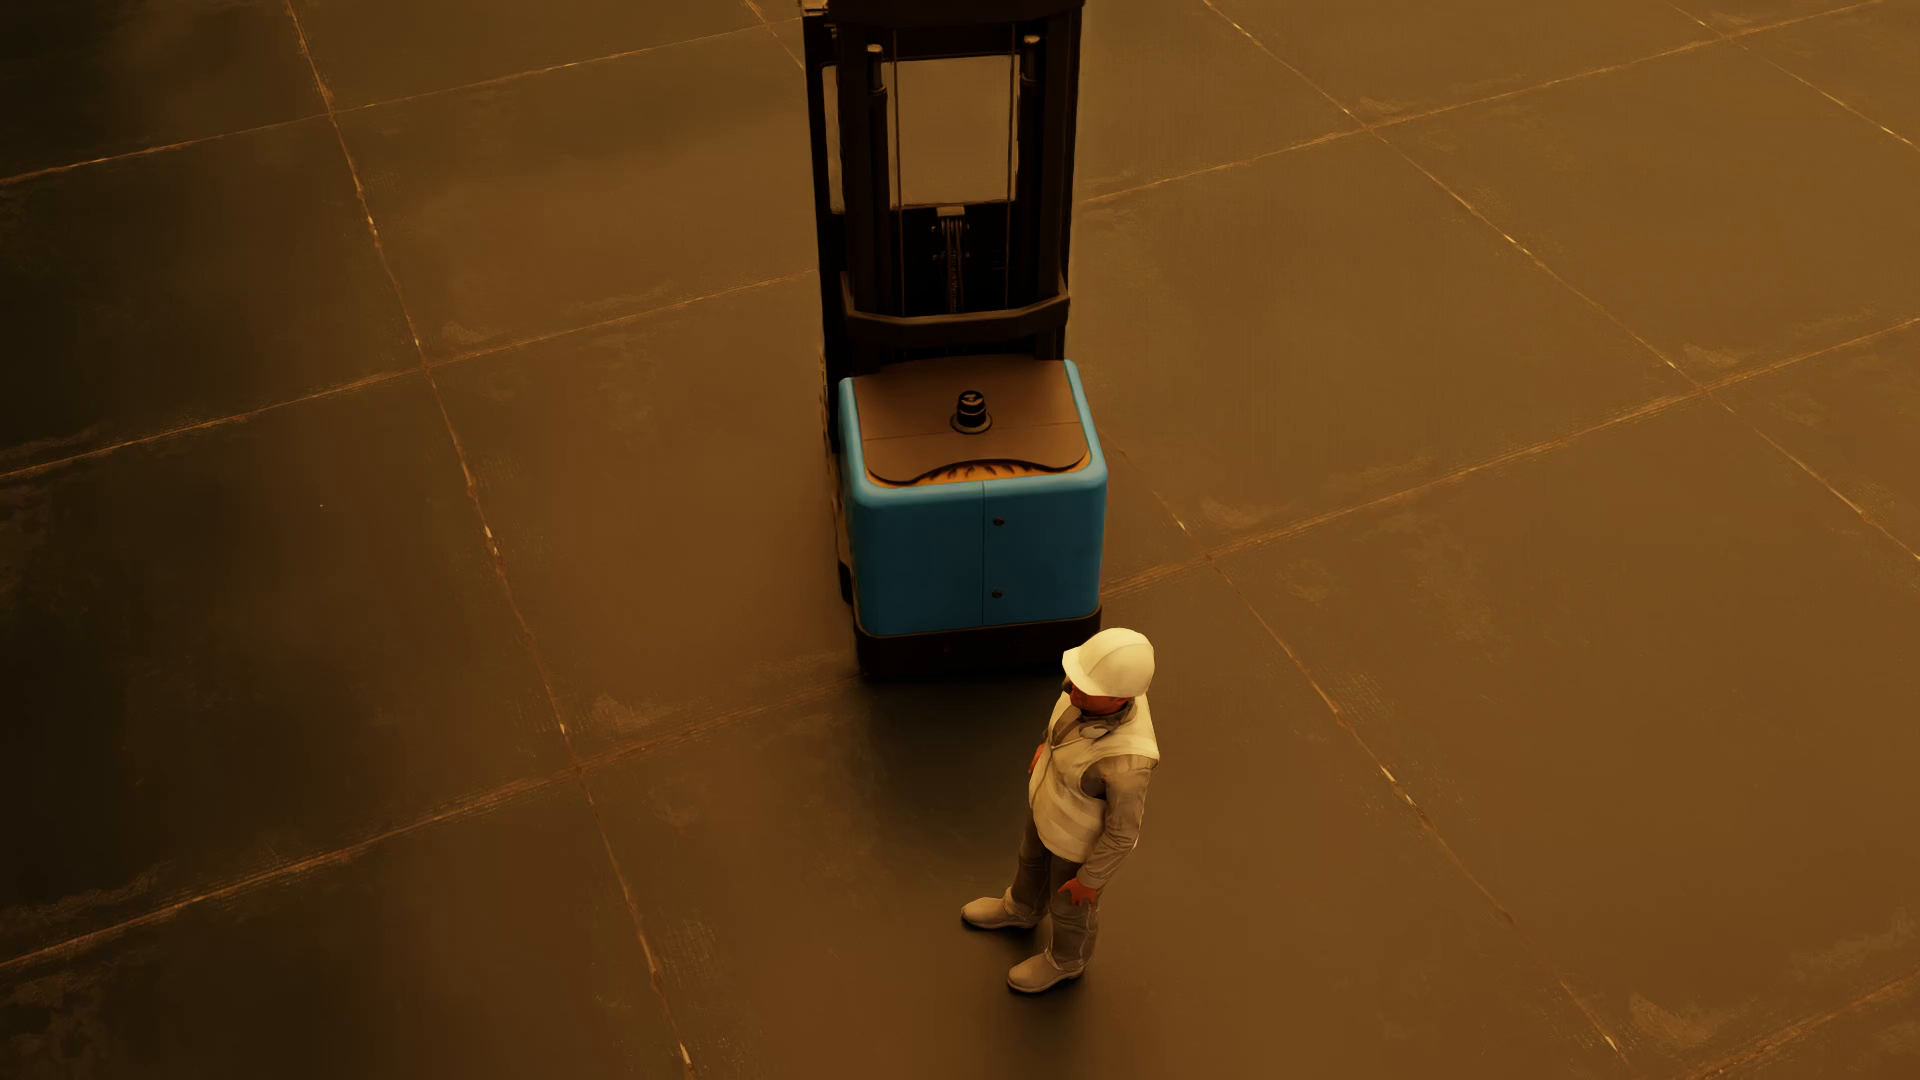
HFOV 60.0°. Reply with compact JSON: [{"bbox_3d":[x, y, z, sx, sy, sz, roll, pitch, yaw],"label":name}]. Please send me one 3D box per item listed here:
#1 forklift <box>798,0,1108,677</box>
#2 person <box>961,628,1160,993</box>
[{"bbox_3d":[-0.103,-1.497,7.285,1.130,2.935,3.031,-5,43,-6],"label":"forklift"},{"bbox_3d":[0.330,0.920,5.532,0.570,1.773,0.630,-7,43,-7],"label":"person"}]
